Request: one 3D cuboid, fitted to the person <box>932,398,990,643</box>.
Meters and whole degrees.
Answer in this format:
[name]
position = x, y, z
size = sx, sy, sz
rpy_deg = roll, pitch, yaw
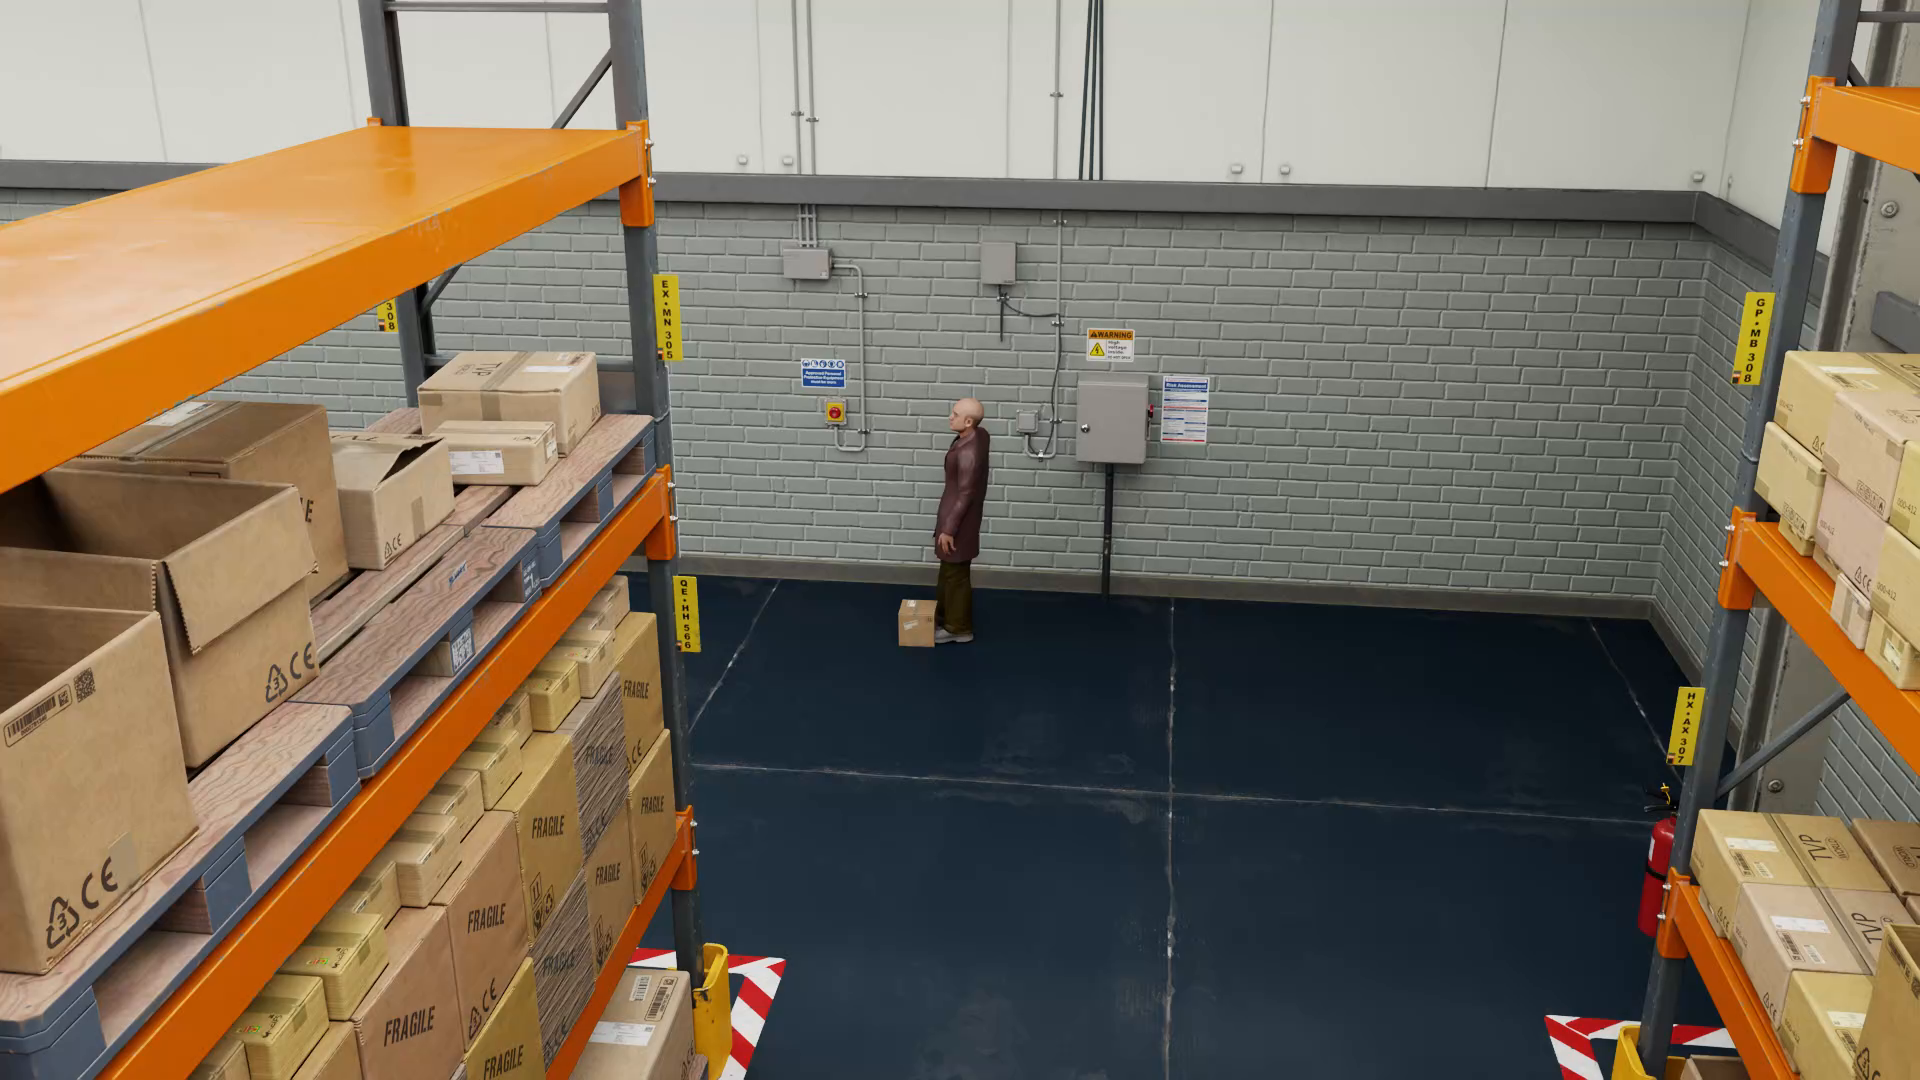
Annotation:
[person]
position = -0.099, -0.134, 11.431
size = 0.579, 1.778, 0.696
rpy_deg = 2, 21, 6
